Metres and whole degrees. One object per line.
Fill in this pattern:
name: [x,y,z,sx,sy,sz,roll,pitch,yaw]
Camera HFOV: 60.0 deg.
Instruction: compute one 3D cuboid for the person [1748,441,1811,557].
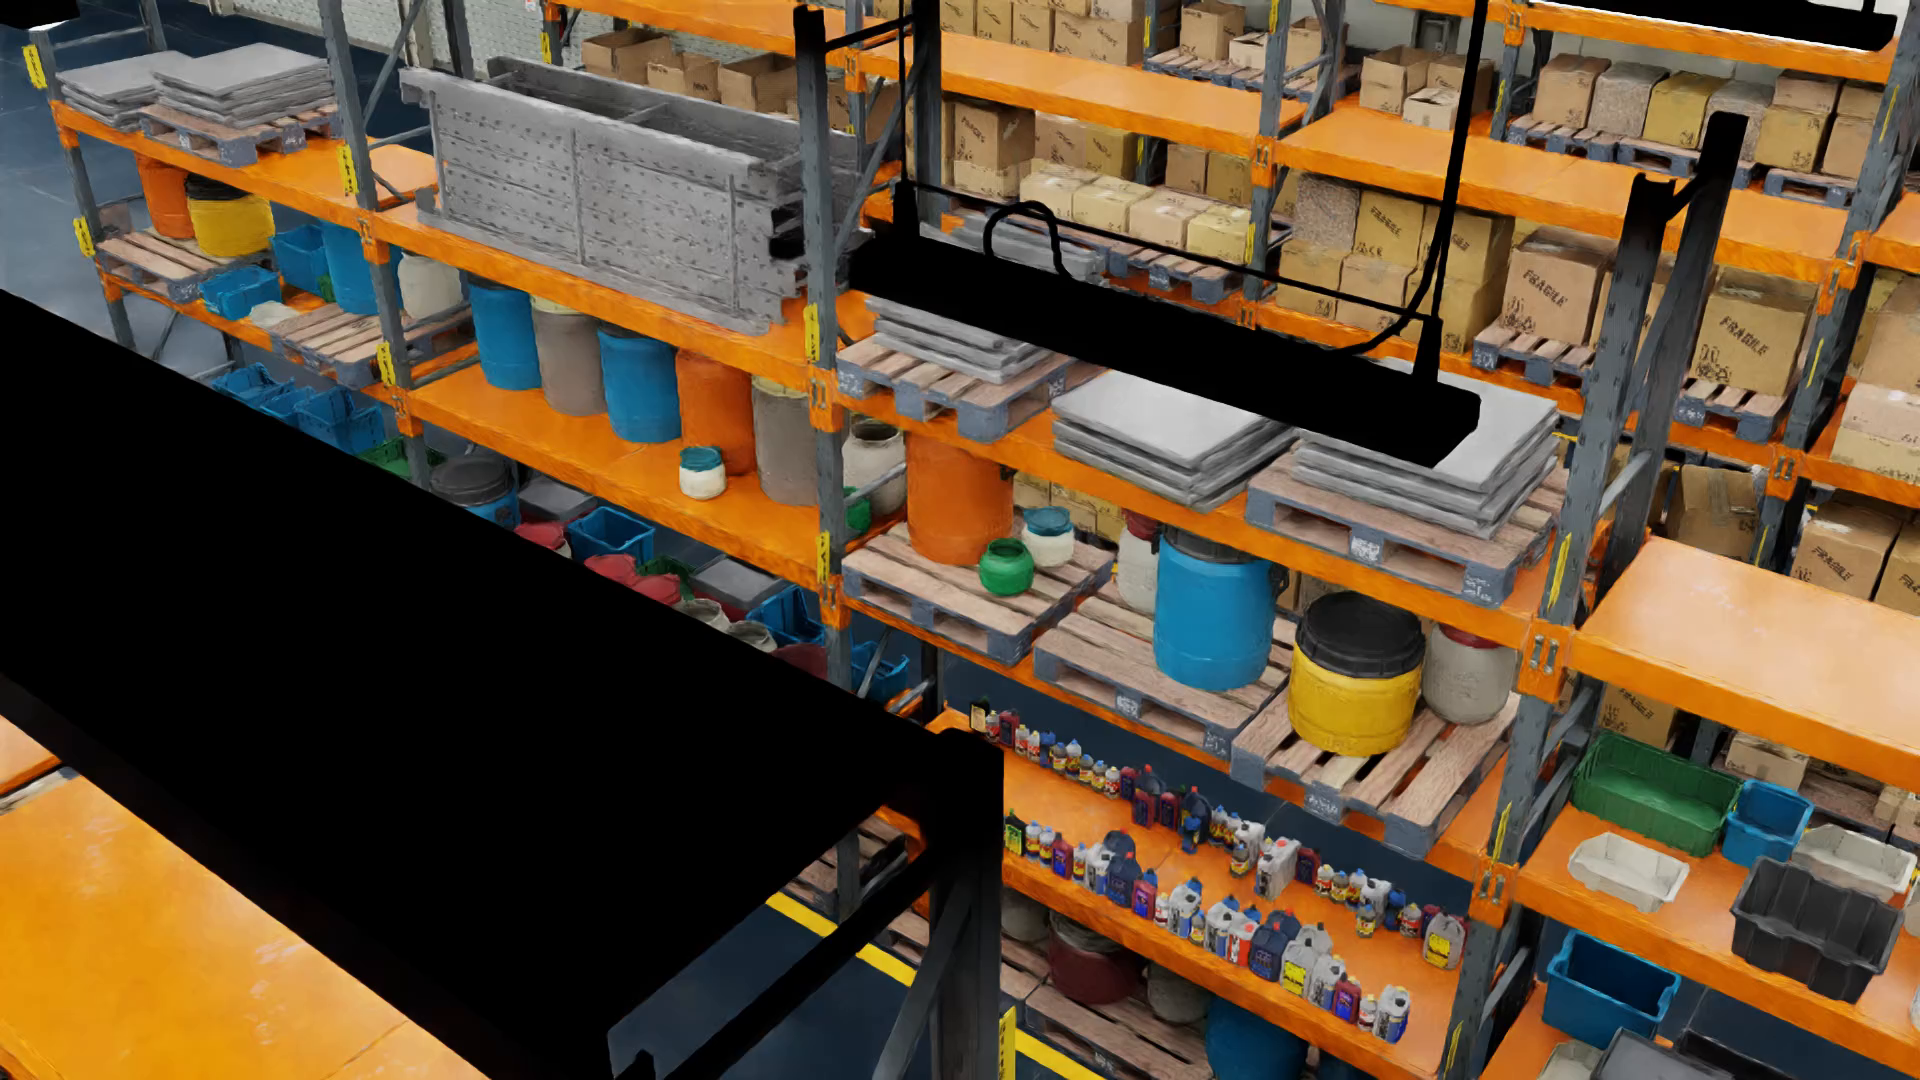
person: [7.274,-0.707,14.769,1.044,1.736,0.564,21,37,30]
